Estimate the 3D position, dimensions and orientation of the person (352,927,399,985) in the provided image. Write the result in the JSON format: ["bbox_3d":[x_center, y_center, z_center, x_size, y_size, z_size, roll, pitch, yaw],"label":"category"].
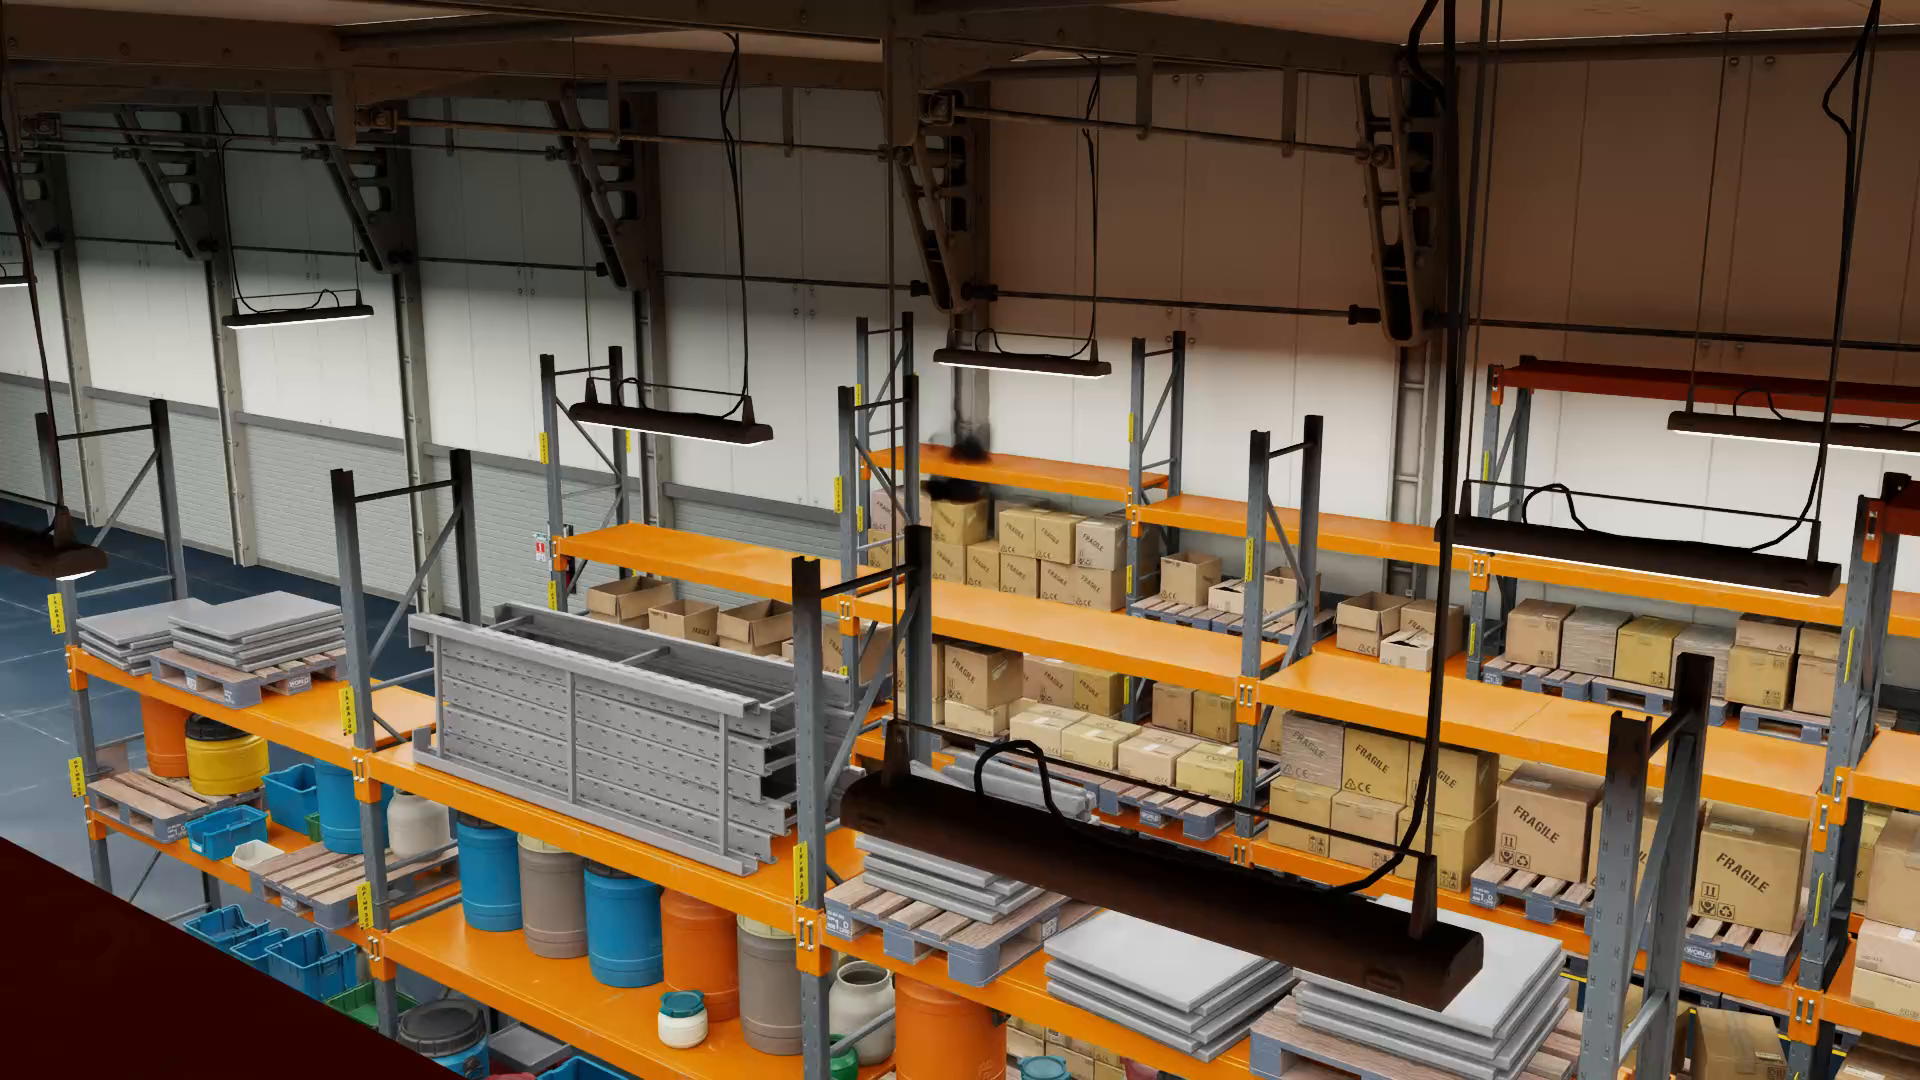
[{"bbox_3d":[-5.408,3.761,15.459,0.604,1.615,0.599,7,15,27],"label":"person"}]
